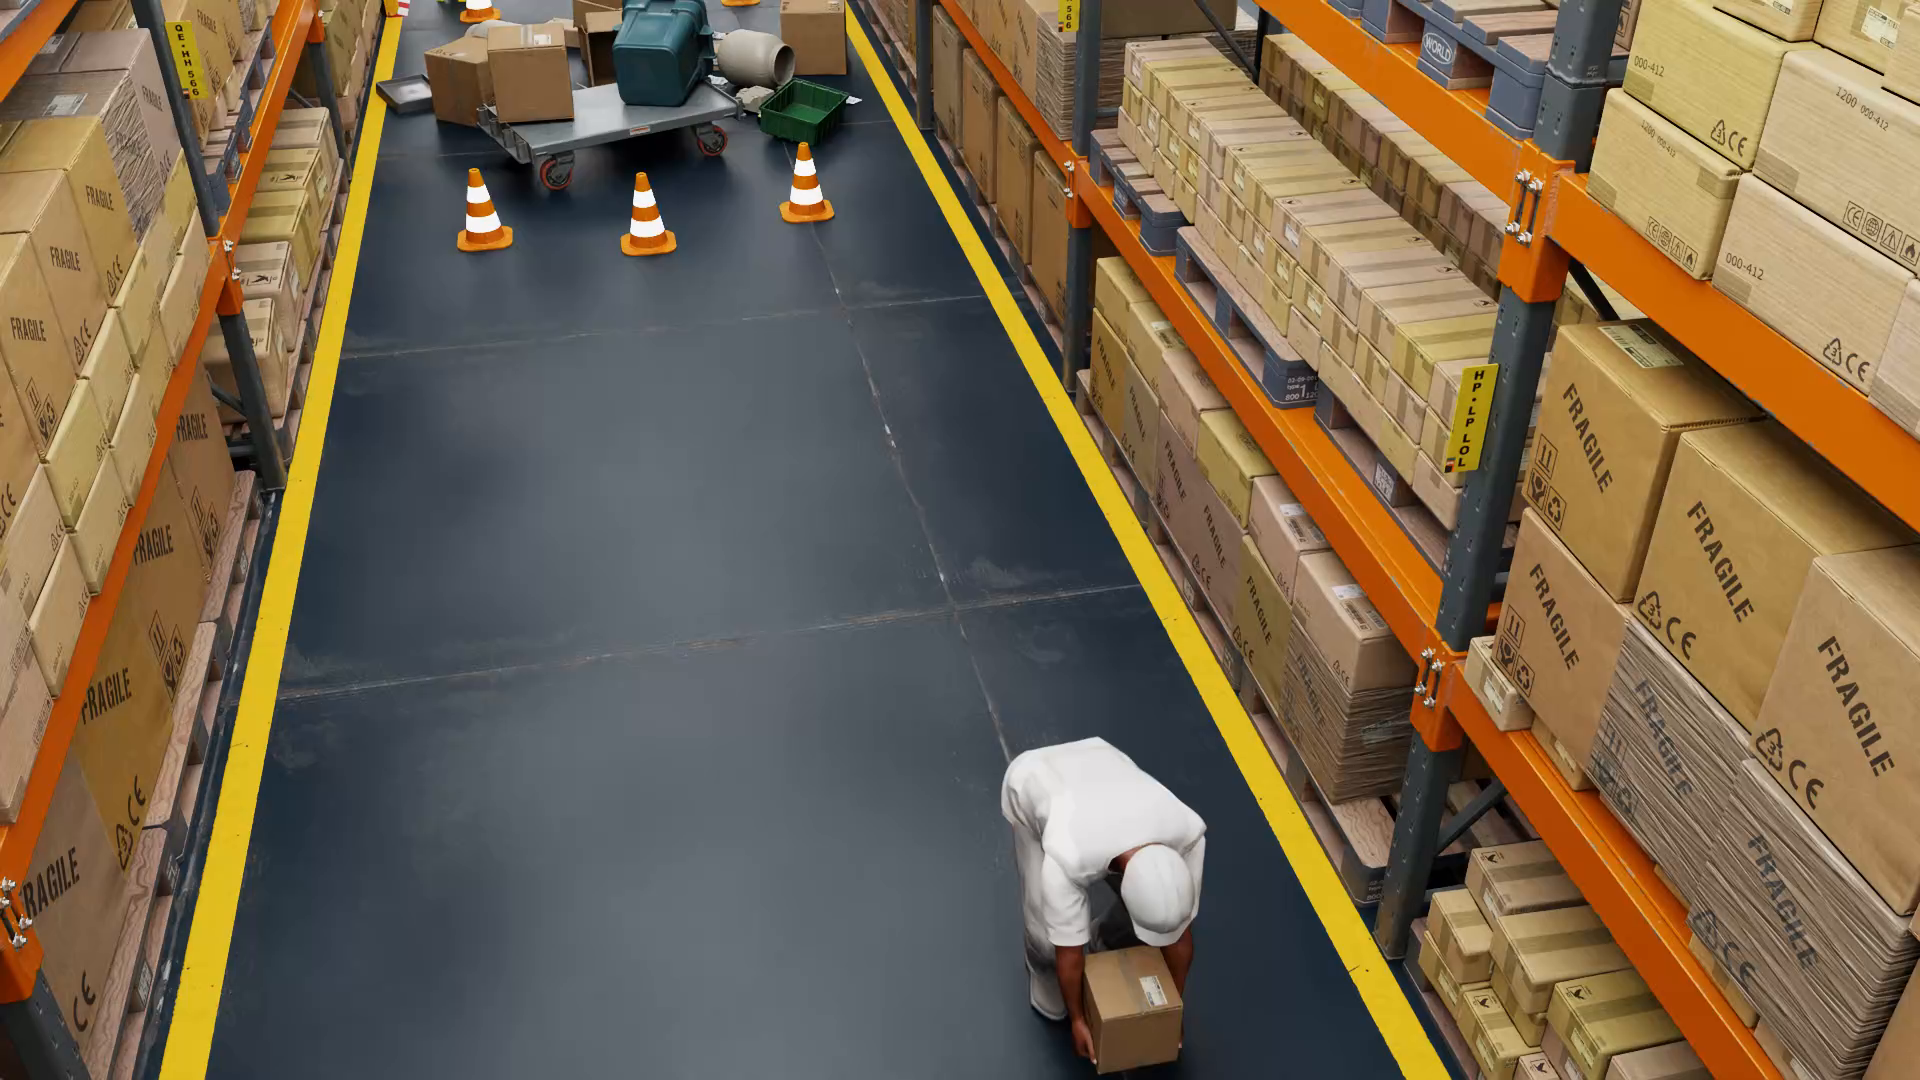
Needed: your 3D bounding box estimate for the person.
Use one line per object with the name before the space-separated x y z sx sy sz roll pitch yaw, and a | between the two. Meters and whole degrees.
person | 0.454 1.105 5.162 0.527 1.017 0.948 -9 35 -12
